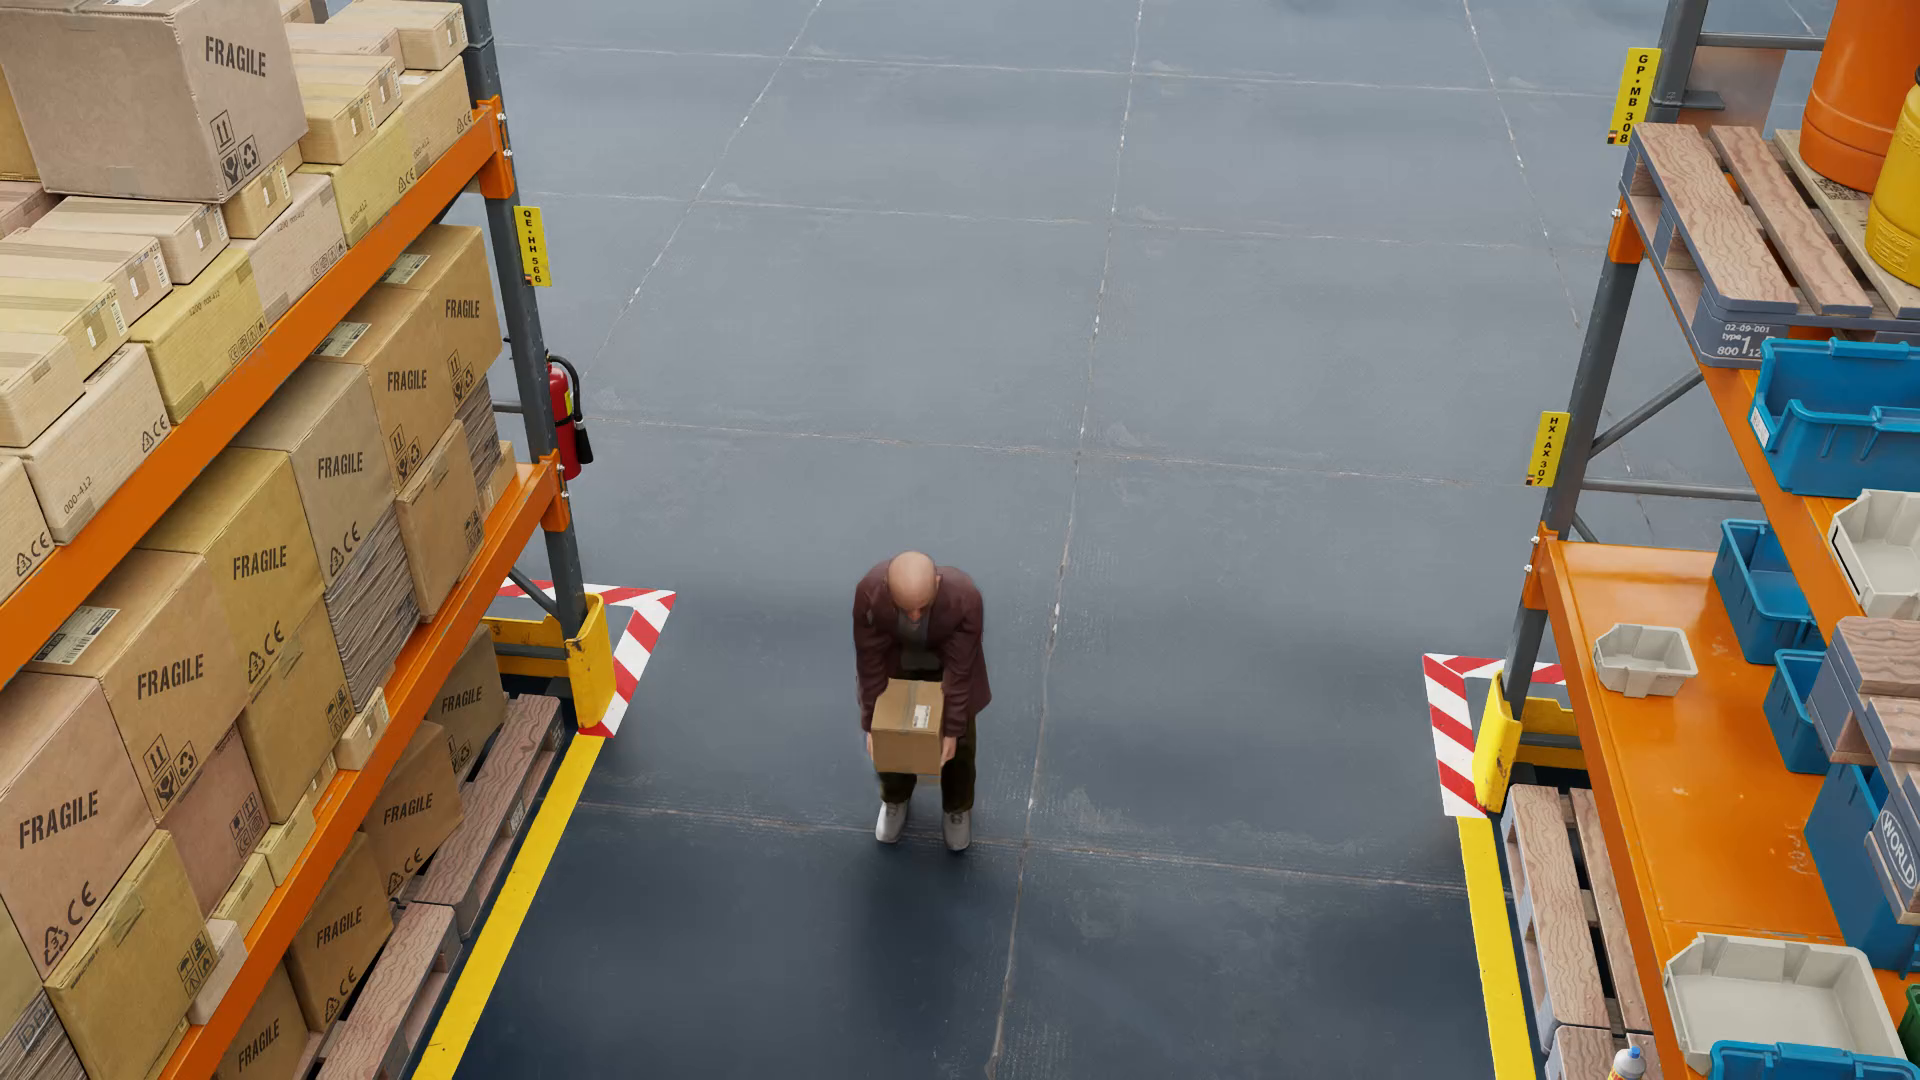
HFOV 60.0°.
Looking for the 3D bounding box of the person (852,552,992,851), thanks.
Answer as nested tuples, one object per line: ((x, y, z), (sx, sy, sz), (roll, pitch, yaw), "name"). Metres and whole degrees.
((-0.159, 0.567, 6.370), (0.544, 1.591, 0.697), (4, 36, 5), "person")
